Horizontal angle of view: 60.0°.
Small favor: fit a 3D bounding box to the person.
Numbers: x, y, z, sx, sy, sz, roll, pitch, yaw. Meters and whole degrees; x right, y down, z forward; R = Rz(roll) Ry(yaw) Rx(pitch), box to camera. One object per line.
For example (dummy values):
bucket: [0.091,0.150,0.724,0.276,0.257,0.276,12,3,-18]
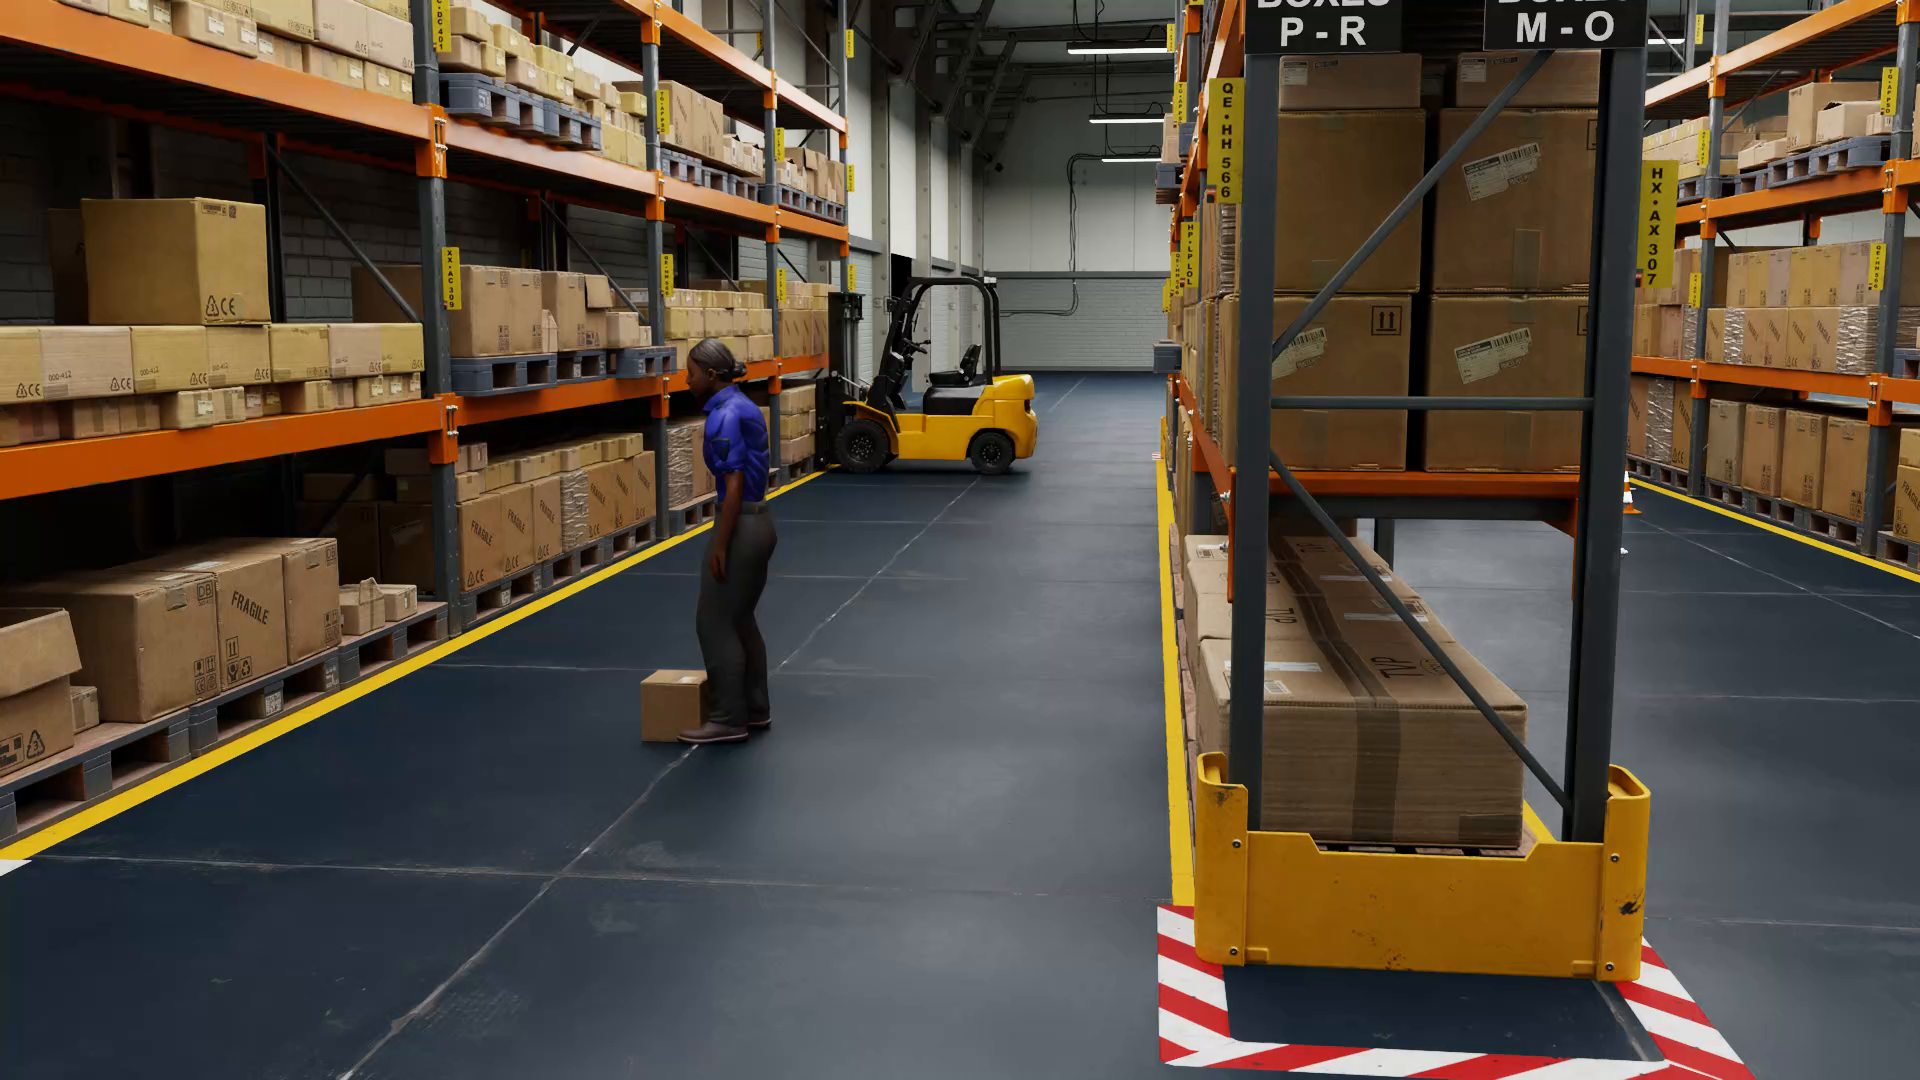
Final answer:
person: [-0.961,-0.001,6.833,0.402,1.653,0.517,0,8,4]
